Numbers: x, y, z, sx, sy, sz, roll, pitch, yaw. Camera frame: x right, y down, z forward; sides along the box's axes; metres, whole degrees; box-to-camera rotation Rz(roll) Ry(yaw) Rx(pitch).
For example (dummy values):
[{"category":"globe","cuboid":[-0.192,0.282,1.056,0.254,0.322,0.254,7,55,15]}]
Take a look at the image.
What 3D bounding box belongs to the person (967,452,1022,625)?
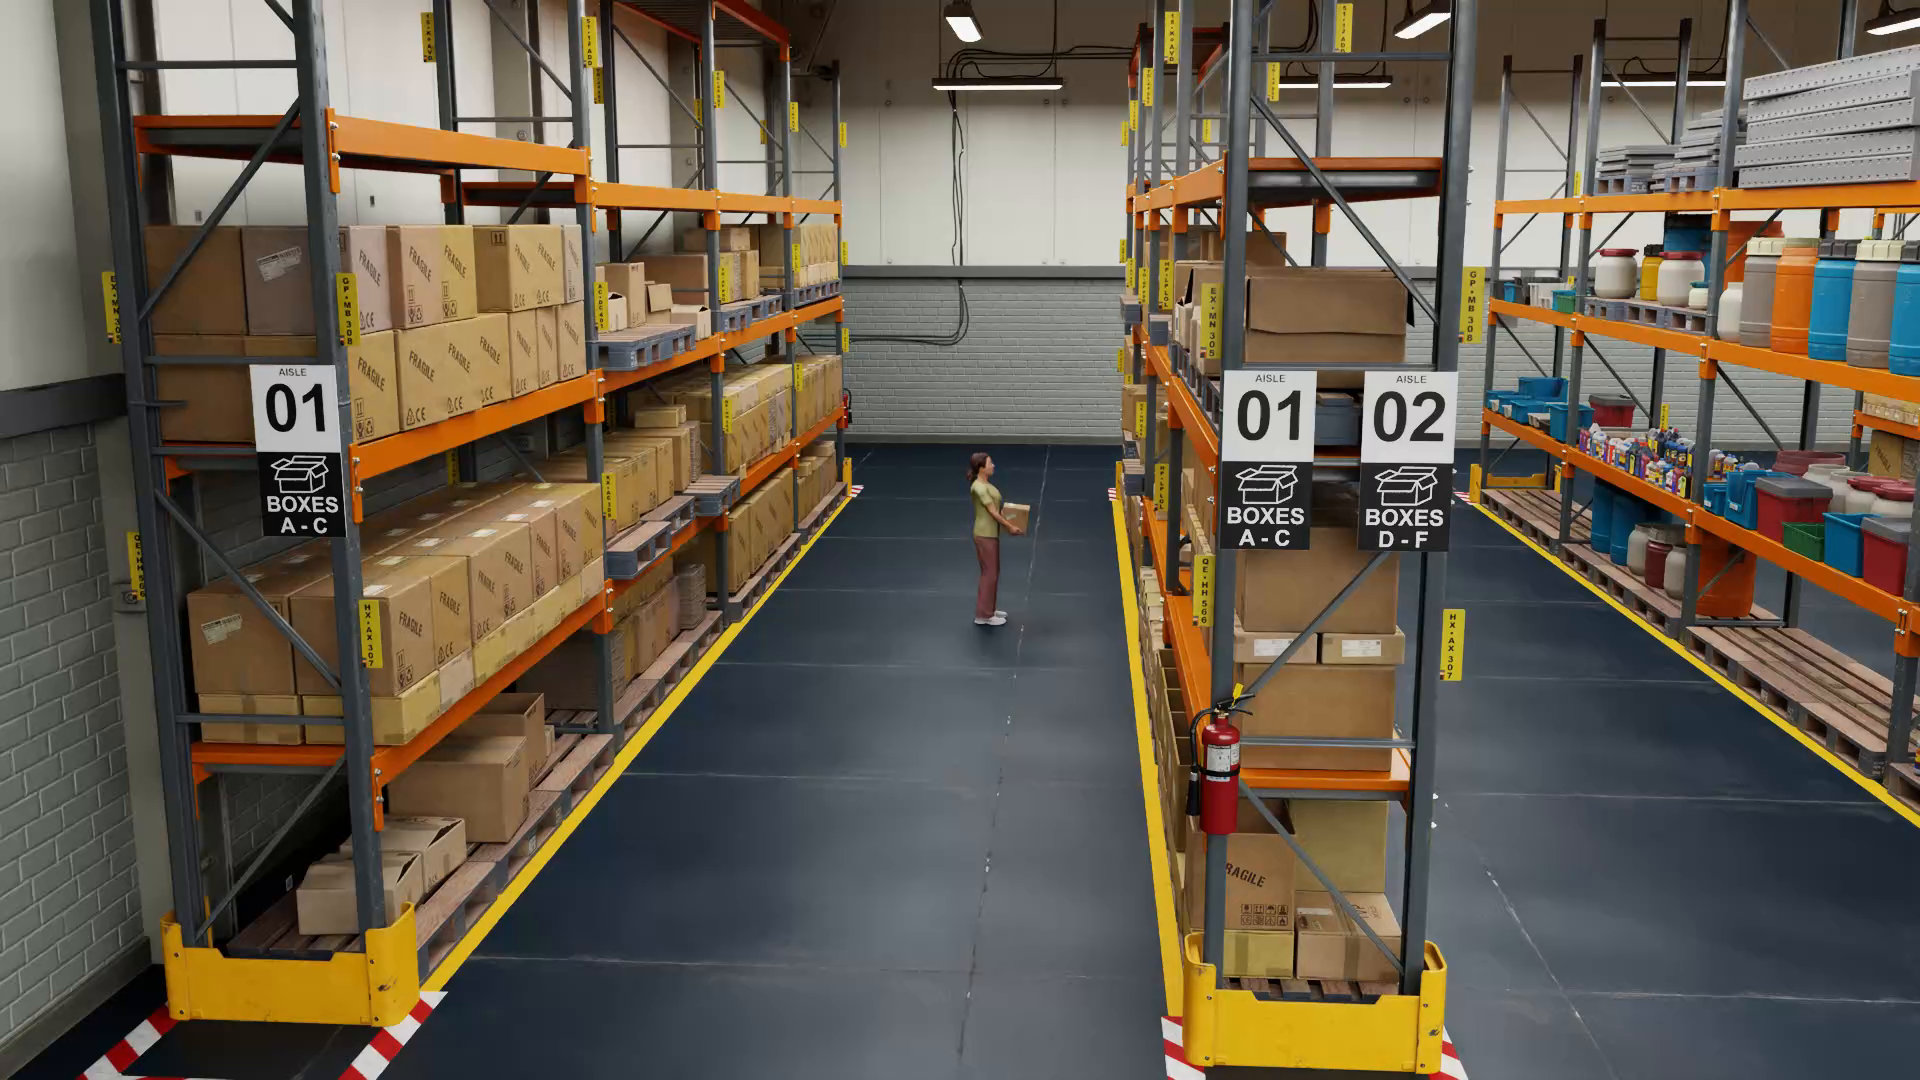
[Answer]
[{"category":"person","cuboid":[0.330,-0.024,16.090,0.554,1.662,0.426,1,11,4]}]
